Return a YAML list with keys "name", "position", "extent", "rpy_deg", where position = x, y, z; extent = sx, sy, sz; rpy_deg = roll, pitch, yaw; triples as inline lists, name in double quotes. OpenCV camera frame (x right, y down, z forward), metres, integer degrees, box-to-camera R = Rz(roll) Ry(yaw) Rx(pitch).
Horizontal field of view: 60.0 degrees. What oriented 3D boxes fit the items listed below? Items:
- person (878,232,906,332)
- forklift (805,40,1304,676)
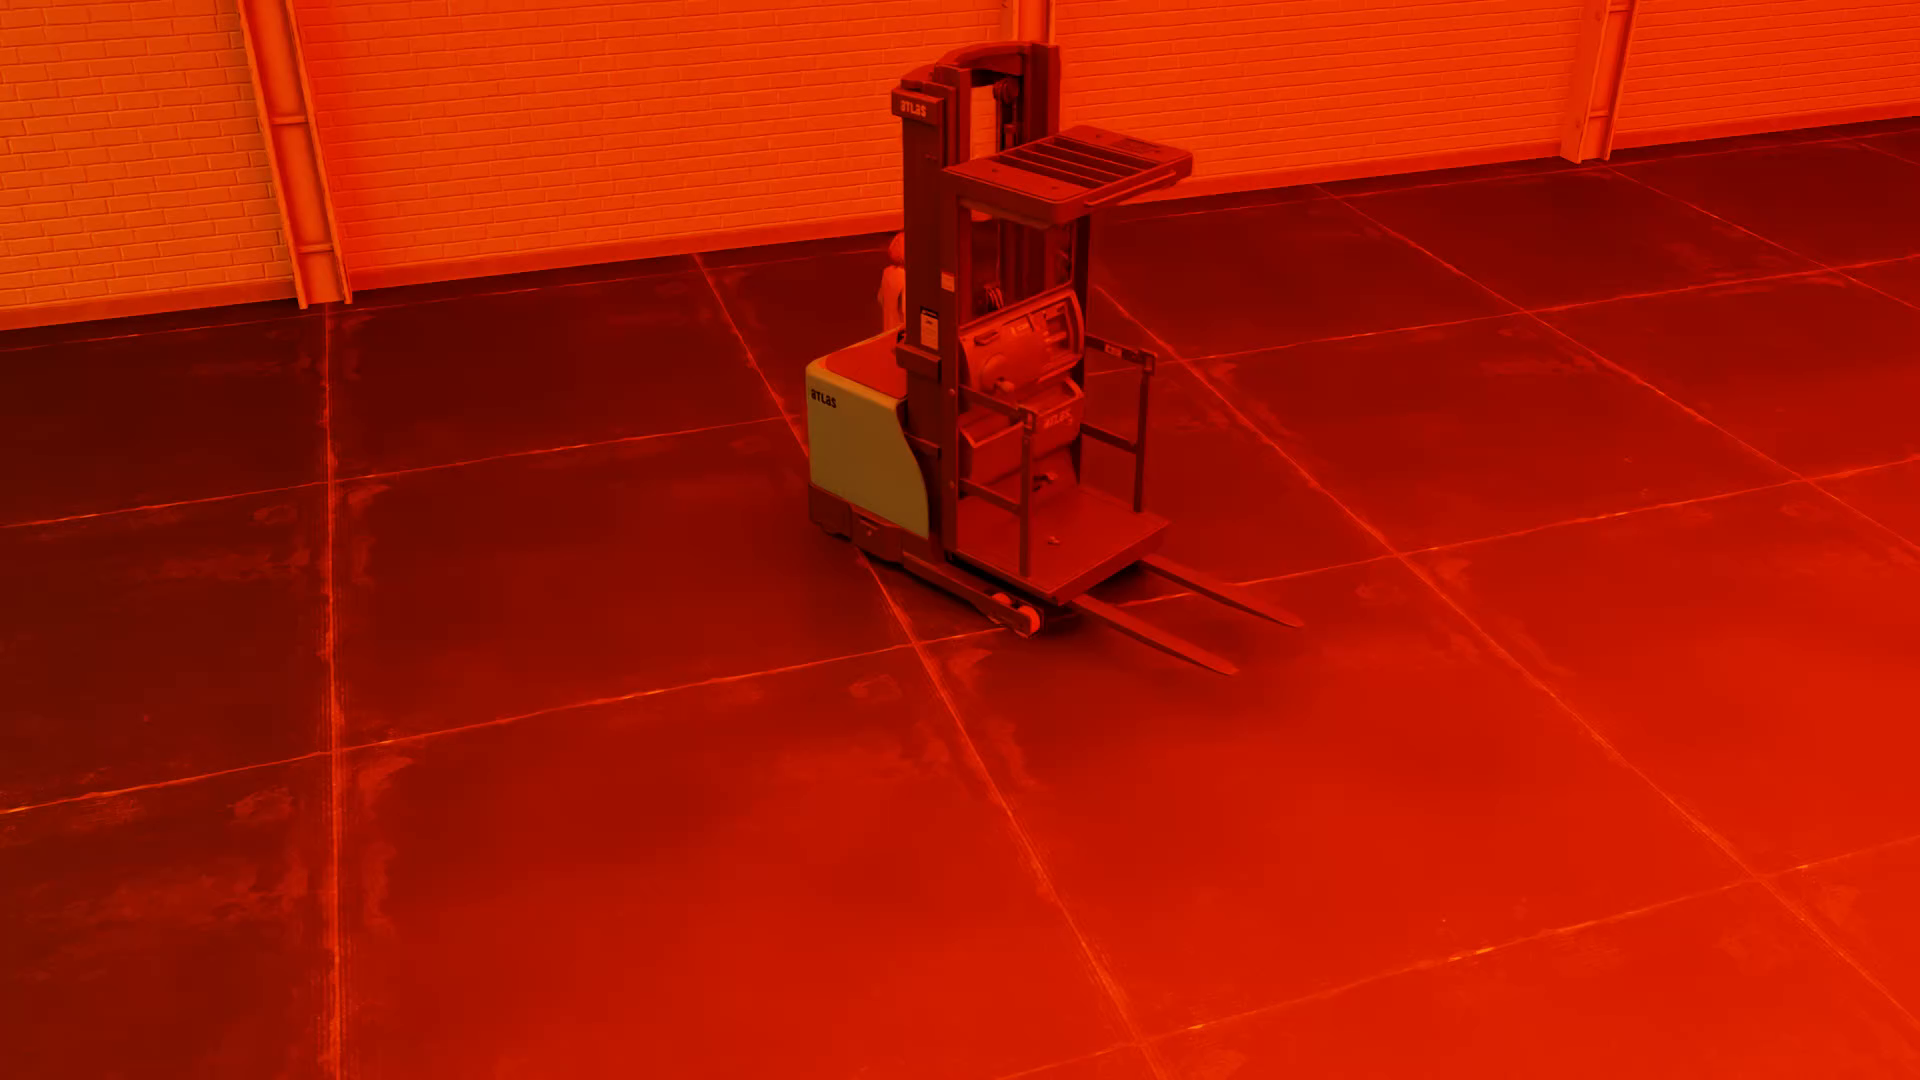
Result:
- name: "person"
  position: [-0.246, -1.220, 10.631]
  extent: [0.454, 1.545, 0.693]
  rpy_deg: [-8, 31, -13]
- name: "forklift"
  position: [0.497, -1.035, 8.886]
  extent: [3.031, 2.935, 1.130]
  rpy_deg: [25, 38, 37]
